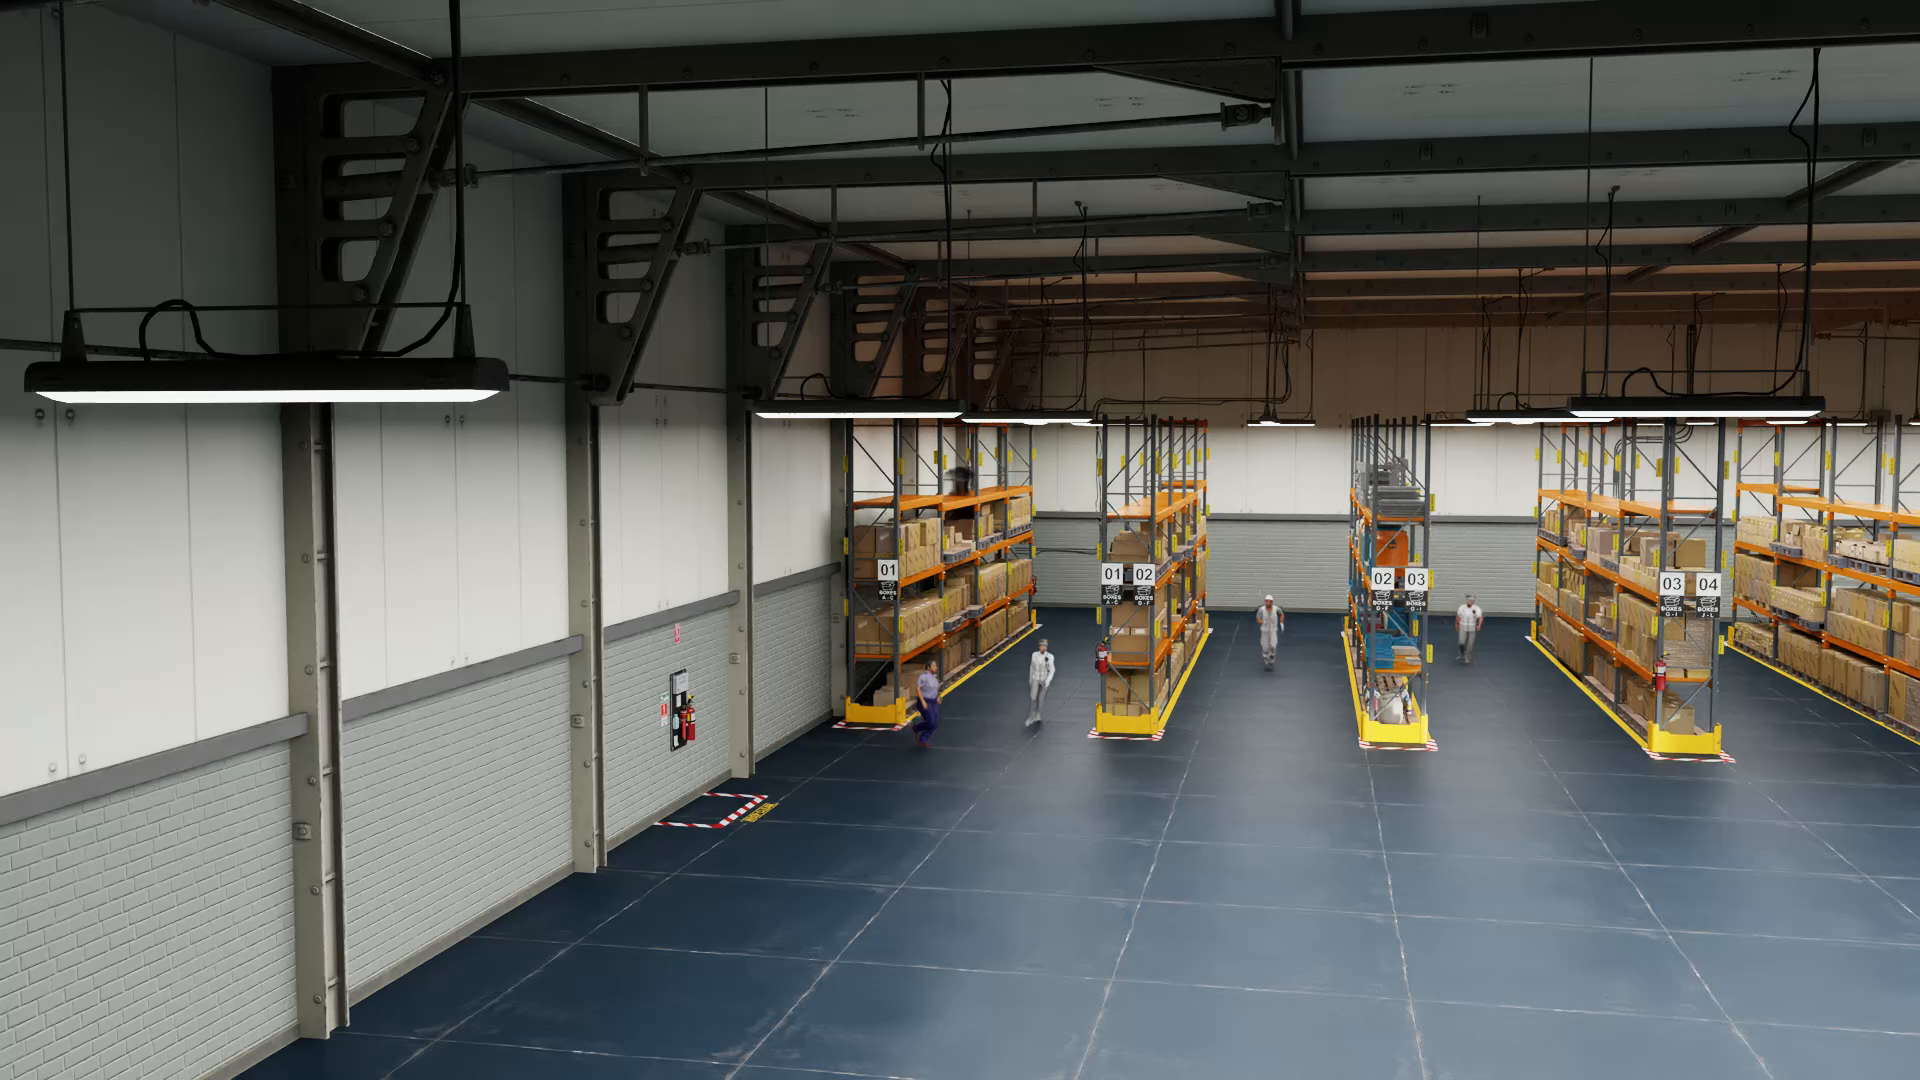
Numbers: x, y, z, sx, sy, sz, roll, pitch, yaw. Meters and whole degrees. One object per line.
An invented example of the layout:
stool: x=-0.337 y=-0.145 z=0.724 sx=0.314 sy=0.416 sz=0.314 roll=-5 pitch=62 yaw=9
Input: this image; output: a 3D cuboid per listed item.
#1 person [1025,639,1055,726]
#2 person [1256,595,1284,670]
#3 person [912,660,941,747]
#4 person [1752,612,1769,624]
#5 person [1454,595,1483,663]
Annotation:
person: x=1.554 y=2.730 z=32.202 sx=0.579 sy=1.673 sz=0.695 roll=0 pitch=4 yaw=4
person: x=7.391 y=2.217 z=39.623 sx=0.655 sy=1.806 sz=0.780 roll=0 pitch=4 yaw=7
person: x=-0.612 y=2.943 z=29.989 sx=0.538 sy=1.582 sz=0.610 roll=3 pitch=5 yaw=34
person: x=21.879 y=1.836 z=45.196 sx=0.720 sy=1.789 sz=0.673 roll=-1 pitch=4 yaw=-10
person: x=12.373 y=2.172 z=40.468 sx=0.676 sy=1.710 sz=0.801 roll=1 pitch=4 yaw=17
